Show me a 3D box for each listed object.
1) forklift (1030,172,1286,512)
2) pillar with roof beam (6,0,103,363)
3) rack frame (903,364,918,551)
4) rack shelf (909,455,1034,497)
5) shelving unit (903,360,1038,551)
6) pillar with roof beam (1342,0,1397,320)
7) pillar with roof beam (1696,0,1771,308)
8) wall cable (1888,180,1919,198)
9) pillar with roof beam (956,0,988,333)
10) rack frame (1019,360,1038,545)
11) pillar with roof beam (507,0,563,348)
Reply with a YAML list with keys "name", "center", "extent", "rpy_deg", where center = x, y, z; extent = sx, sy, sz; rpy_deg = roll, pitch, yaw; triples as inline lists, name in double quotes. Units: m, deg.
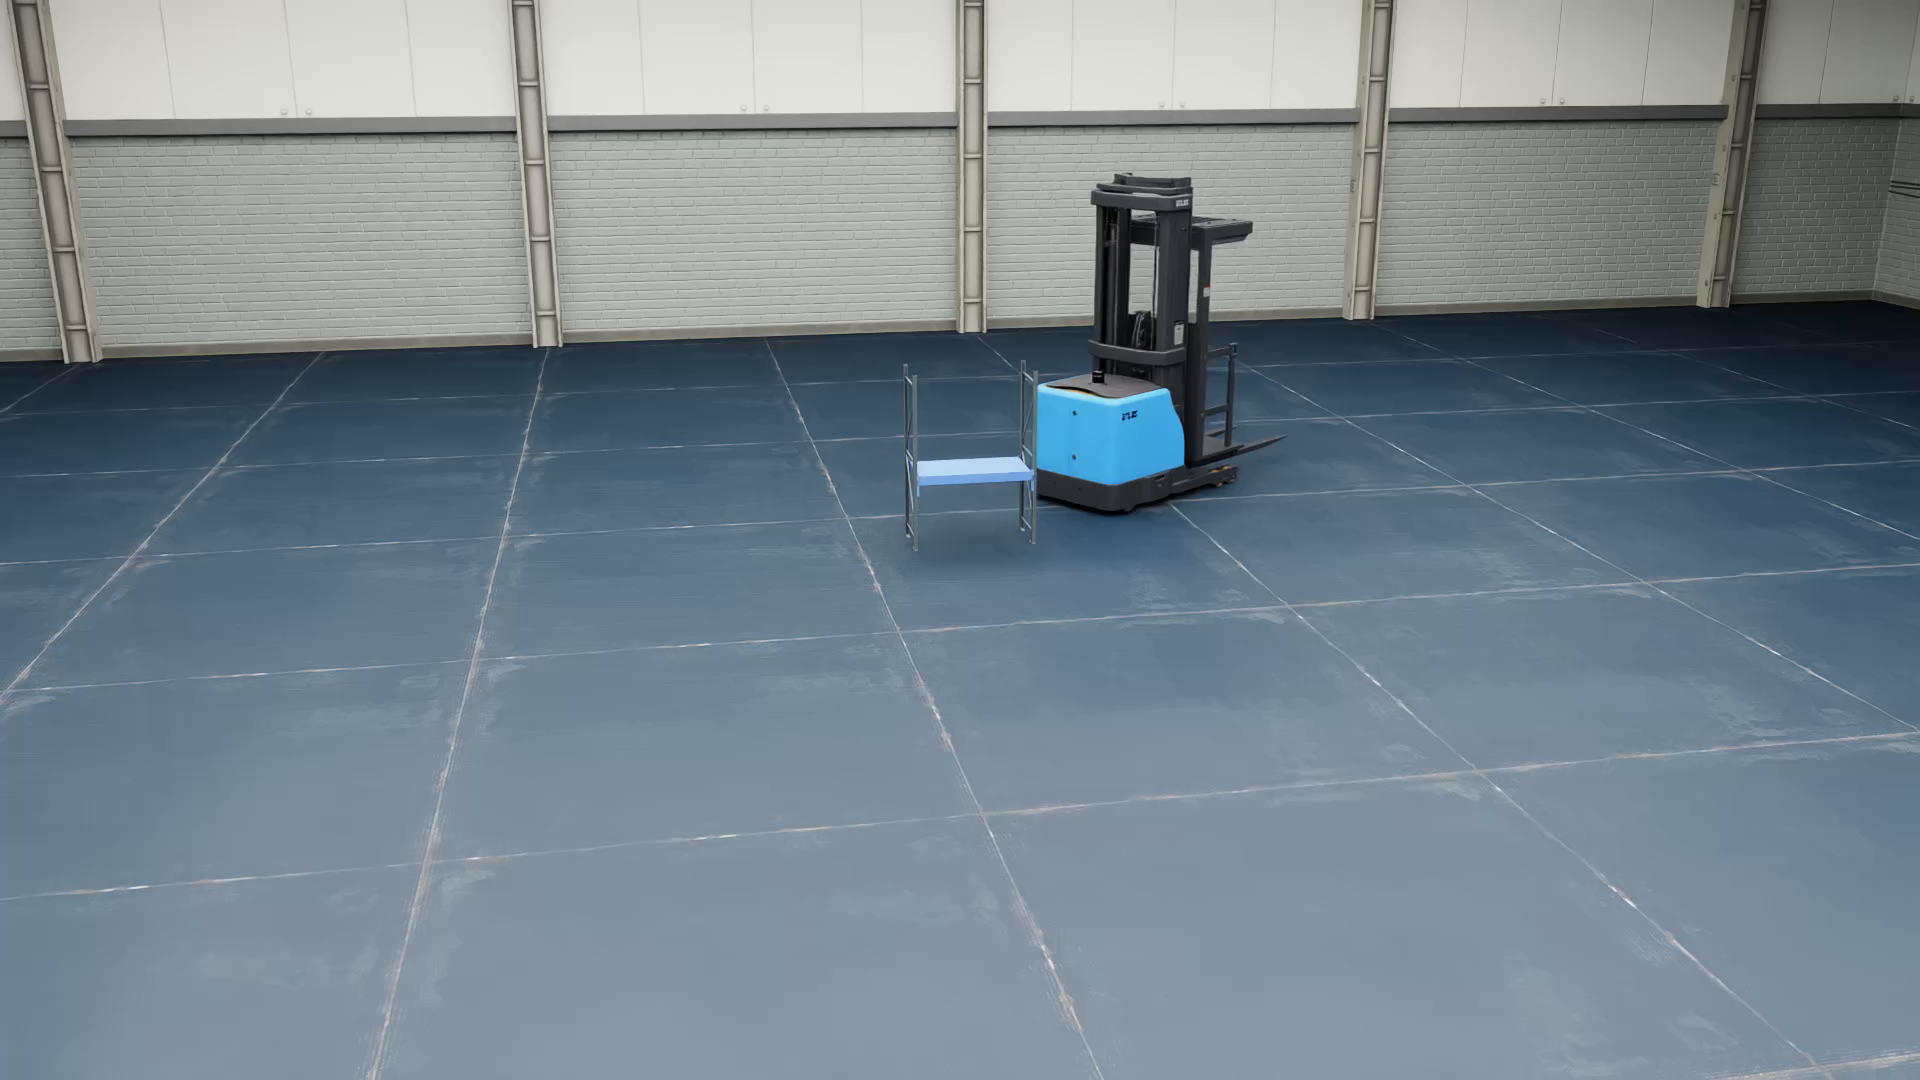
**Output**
- name: "forklift"
  center: [2.043, -2.004, 15.846]
  extent: [1.130, 2.935, 3.031]
  rpy_deg: [16, 23, 42]
- name: "pillar with roof beam"
  center: [-10.803, -5.440, 16.695]
  extent: [0.400, 9.000, 9.100]
  rpy_deg: [-3, 17, -10]
- name: "rack frame"
  center: [-0.415, -0.693, 14.015]
  extent: [0.032, 1.500, 0.500]
  rpy_deg: [-3, 17, -10]
- name: "rack shelf"
  center: [0.084, -0.550, 14.160]
  extent: [1.000, 0.185, 0.538]
  rpy_deg: [-3, 17, -10]
- name: "shelving unit"
  center: [0.084, -0.722, 14.107]
  extent: [1.048, 1.500, 0.538]
  rpy_deg: [-3, 17, -10]
- name: "pillar with roof beam"
  center: [6.870, -6.442, 19.959]
  extent: [0.400, 9.000, 9.100]
  rpy_deg: [-3, 17, -10]
- name: "pillar with roof beam"
  center: [12.761, -6.776, 21.047]
  extent: [0.400, 9.000, 9.100]
  rpy_deg: [-3, 17, -10]
- name: "wall cable"
  center: [15.088, -6.316, 24.837]
  extent: [0.112, 2.526, 3.097]
  rpy_deg: [-3, 17, -10]
- name: "pillar with roof beam"
  center: [0.979, -6.108, 18.871]
  extent: [0.400, 9.000, 9.100]
  rpy_deg: [-3, 17, -10]
- name: "rack frame"
  center: [0.583, -0.750, 14.199]
  extent: [0.032, 1.500, 0.500]
  rpy_deg: [-3, 17, -10]
- name: "pillar with roof beam"
  center: [-4.912, -5.774, 17.783]
  extent: [0.400, 9.000, 9.100]
  rpy_deg: [-3, 17, -10]
